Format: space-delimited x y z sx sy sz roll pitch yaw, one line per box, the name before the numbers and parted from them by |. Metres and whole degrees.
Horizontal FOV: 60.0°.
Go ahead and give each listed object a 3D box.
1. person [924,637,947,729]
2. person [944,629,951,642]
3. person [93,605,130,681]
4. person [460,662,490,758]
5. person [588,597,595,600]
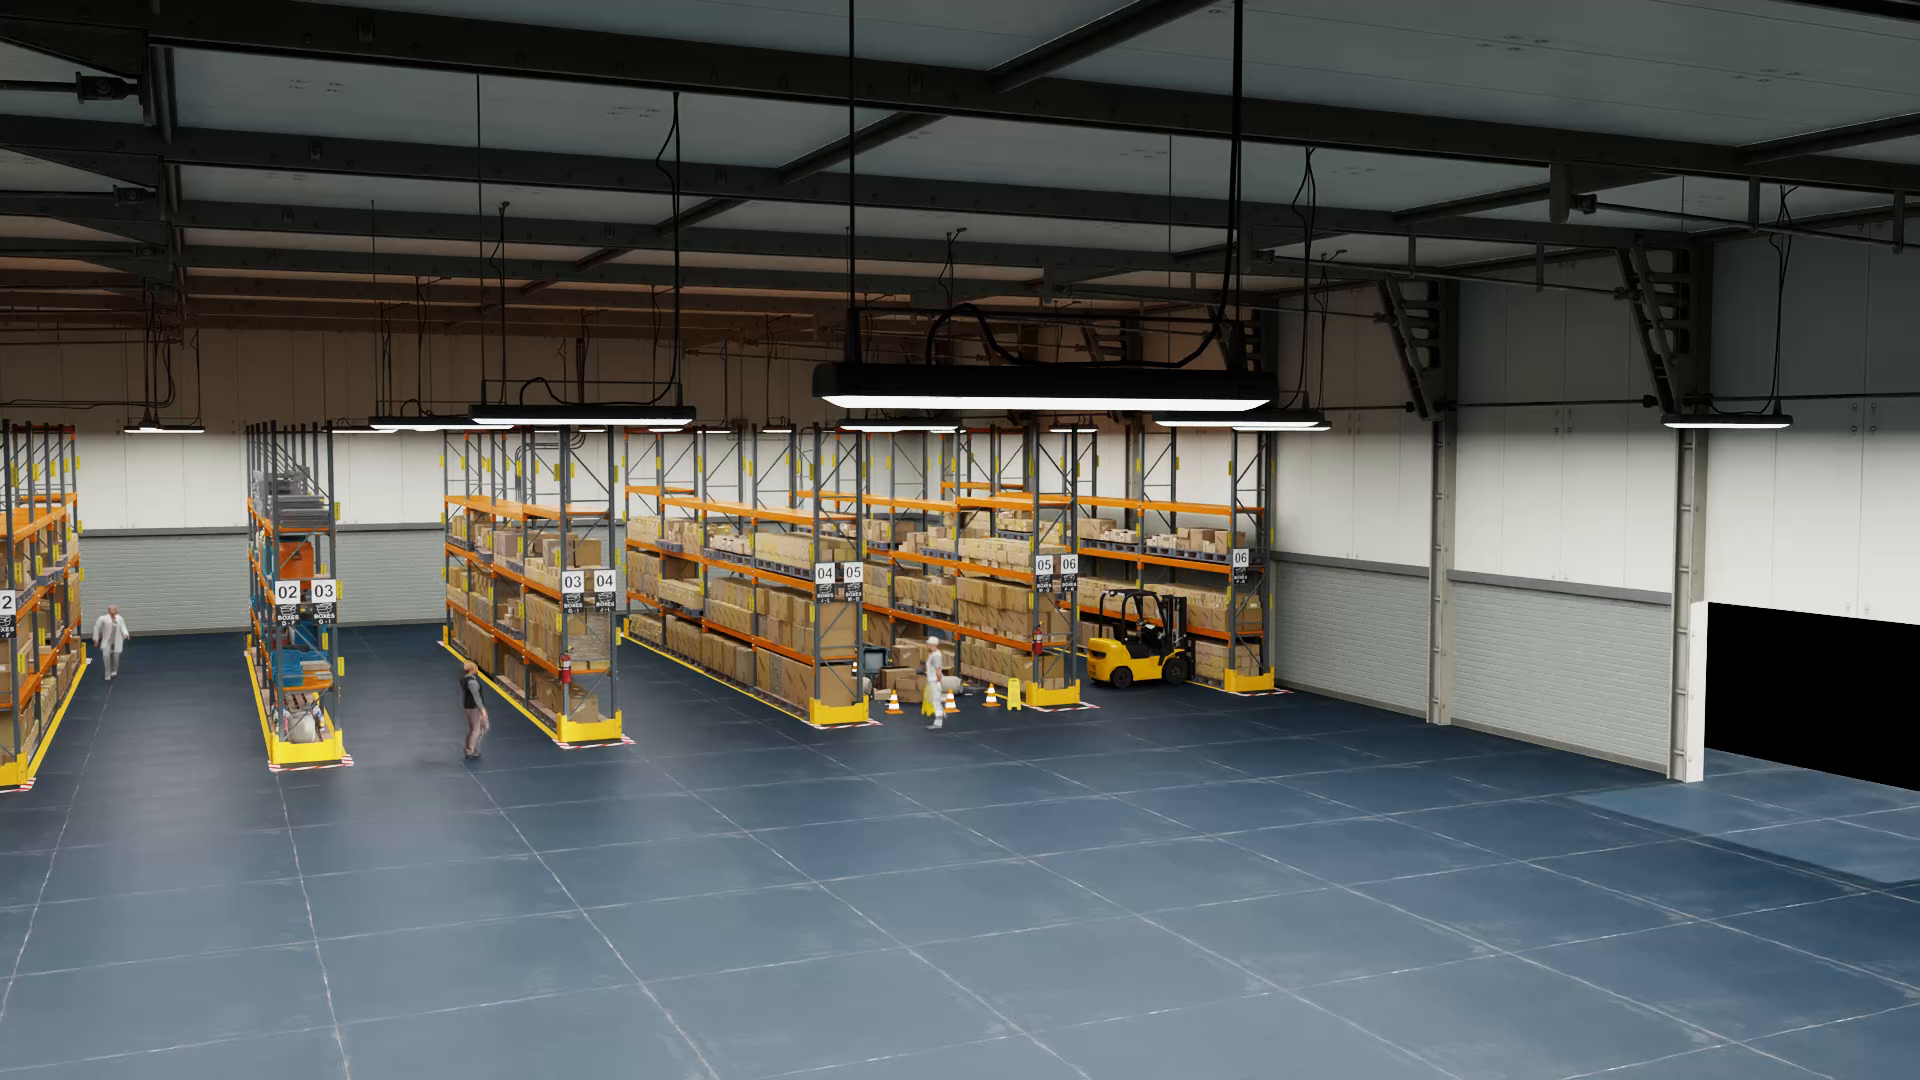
person | -0.458 2.777 32.553 0.516 1.790 0.597 -1 4 -18
person | -0.403 2.011 45.084 0.410 1.768 0.586 -2 4 -23
person | -20.057 2.438 39.310 0.784 1.813 0.935 -2 4 -24
person | -8.598 3.010 29.470 0.496 1.711 0.533 -1 4 -16
person | -9.982 2.042 45.379 0.468 1.679 0.395 1 4 16
